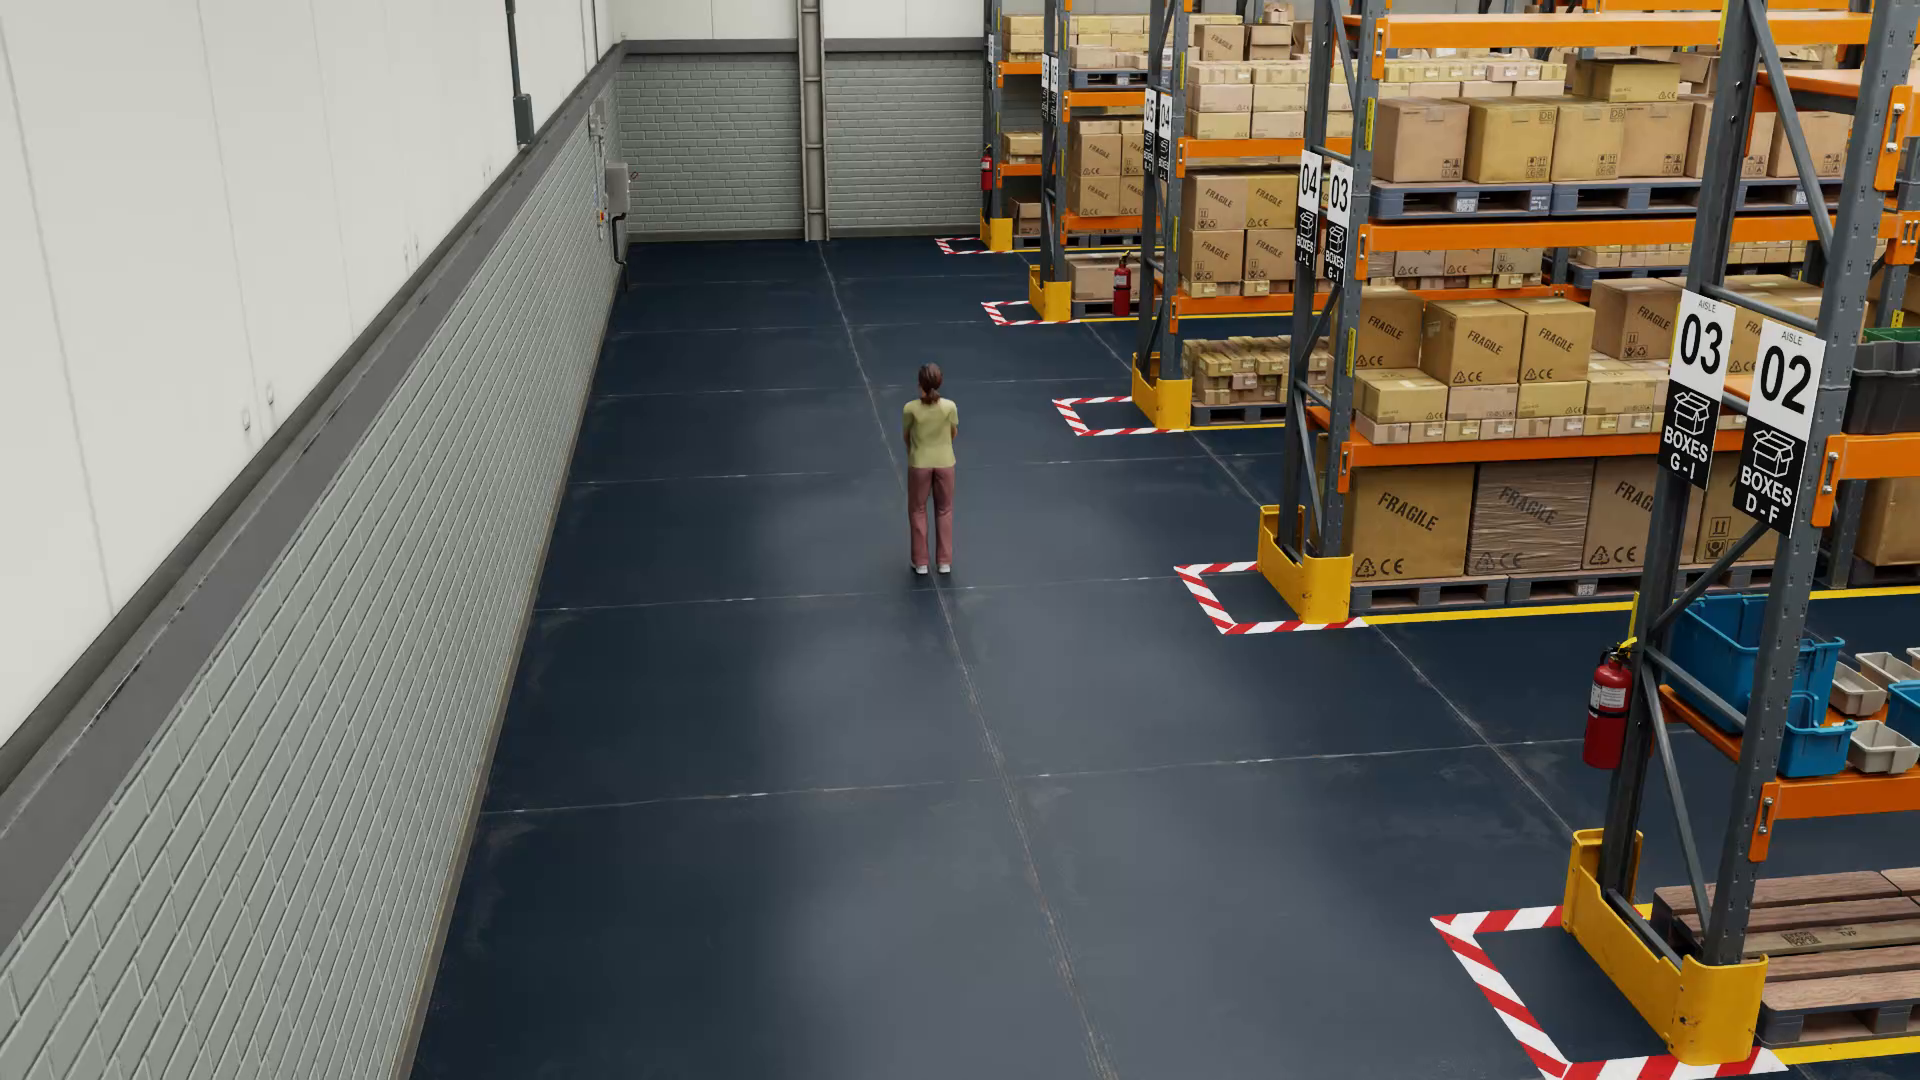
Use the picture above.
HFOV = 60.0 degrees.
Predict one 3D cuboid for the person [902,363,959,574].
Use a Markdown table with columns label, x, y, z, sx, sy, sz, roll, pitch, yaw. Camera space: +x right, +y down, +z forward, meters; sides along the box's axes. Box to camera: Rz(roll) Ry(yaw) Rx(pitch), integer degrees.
| label | x | y | z | sx | sy | sz | roll | pitch | yaw |
| --- | --- | --- | --- | --- | --- | --- | --- | --- | --- |
| person | -0.228 | -0.557 | 12.617 | 0.426 | 1.665 | 0.549 | -2 | 20 | -7 |
